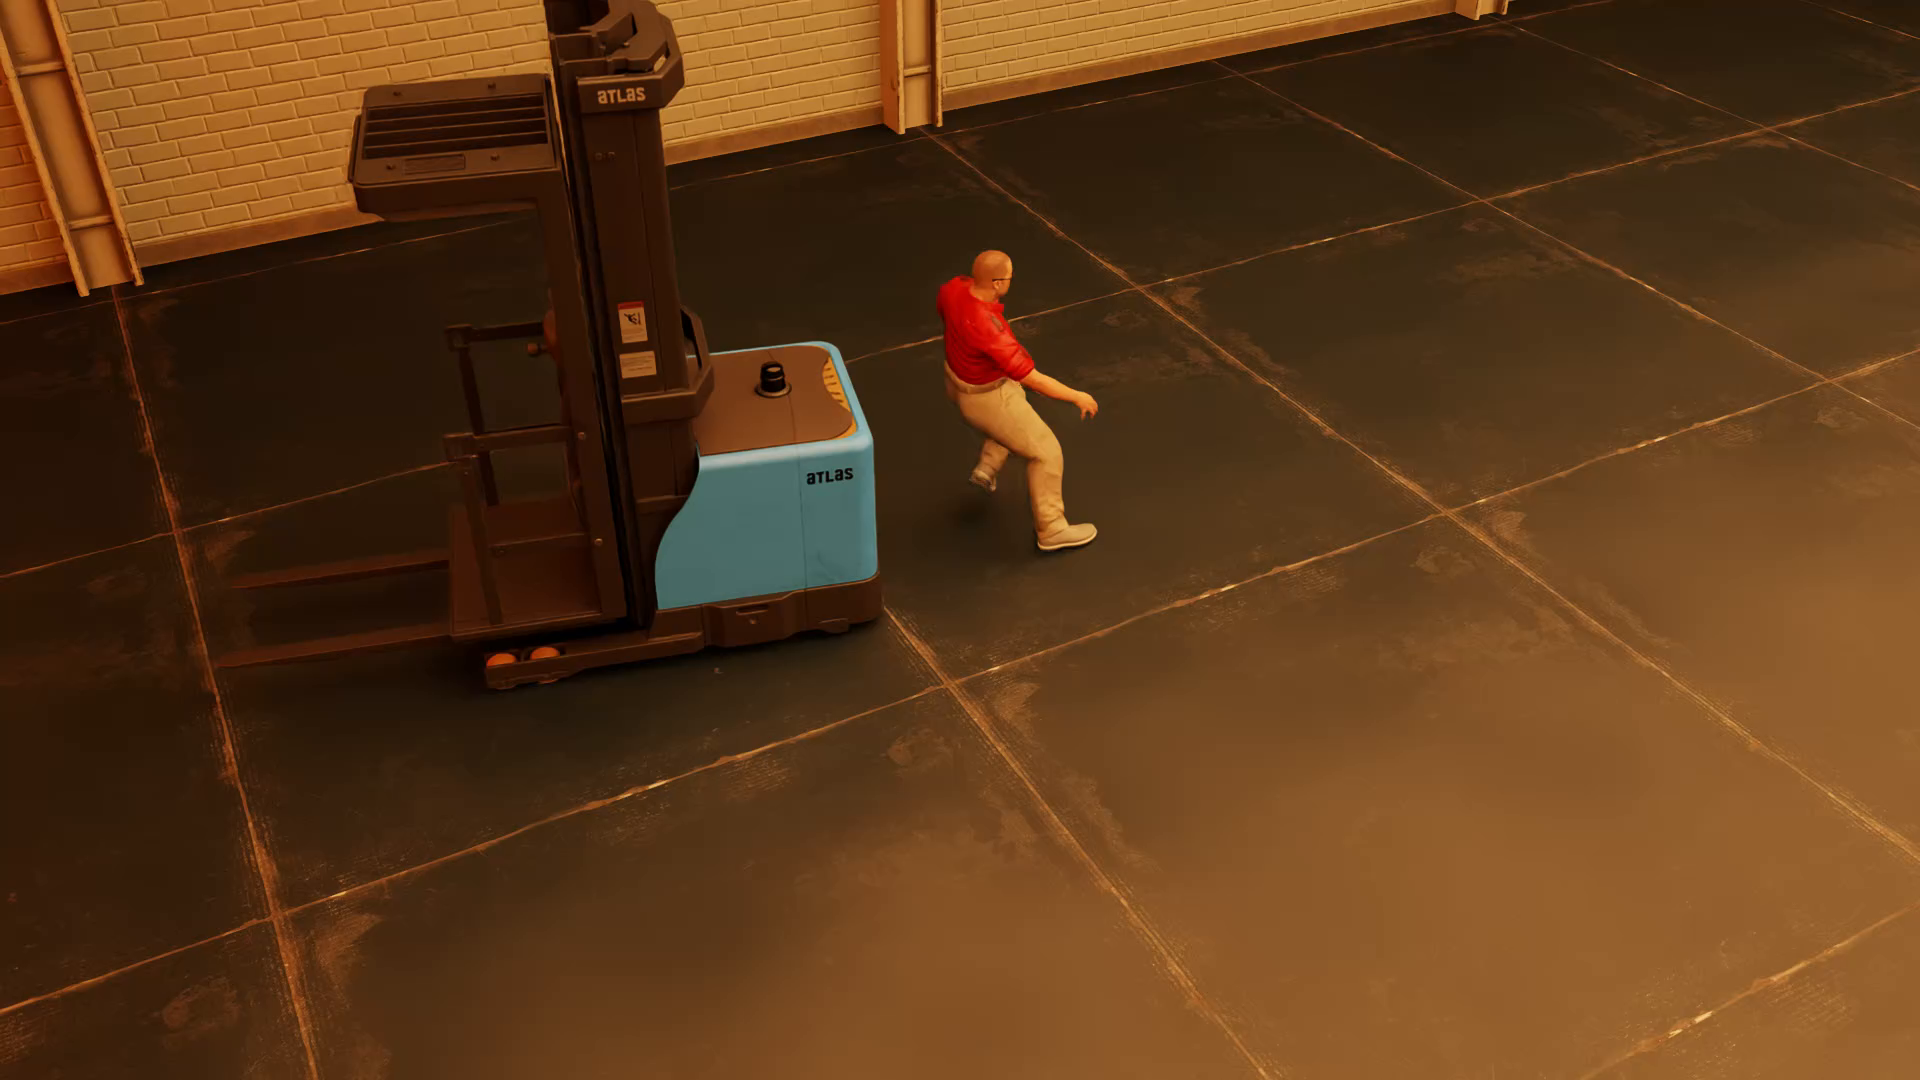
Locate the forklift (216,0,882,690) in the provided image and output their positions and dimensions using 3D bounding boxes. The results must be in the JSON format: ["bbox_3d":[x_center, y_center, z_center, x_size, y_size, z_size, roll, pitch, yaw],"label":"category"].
[{"bbox_3d":[-1.953,-0.843,7.315,3.031,2.935,1.130,-8,36,-11],"label":"forklift"}]

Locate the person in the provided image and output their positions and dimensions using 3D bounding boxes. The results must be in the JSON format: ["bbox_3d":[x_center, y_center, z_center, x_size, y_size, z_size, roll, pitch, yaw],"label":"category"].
[{"bbox_3d":[0.279,-0.766,8.360,0.642,1.584,0.781,-15,38,-20],"label":"person"}]
